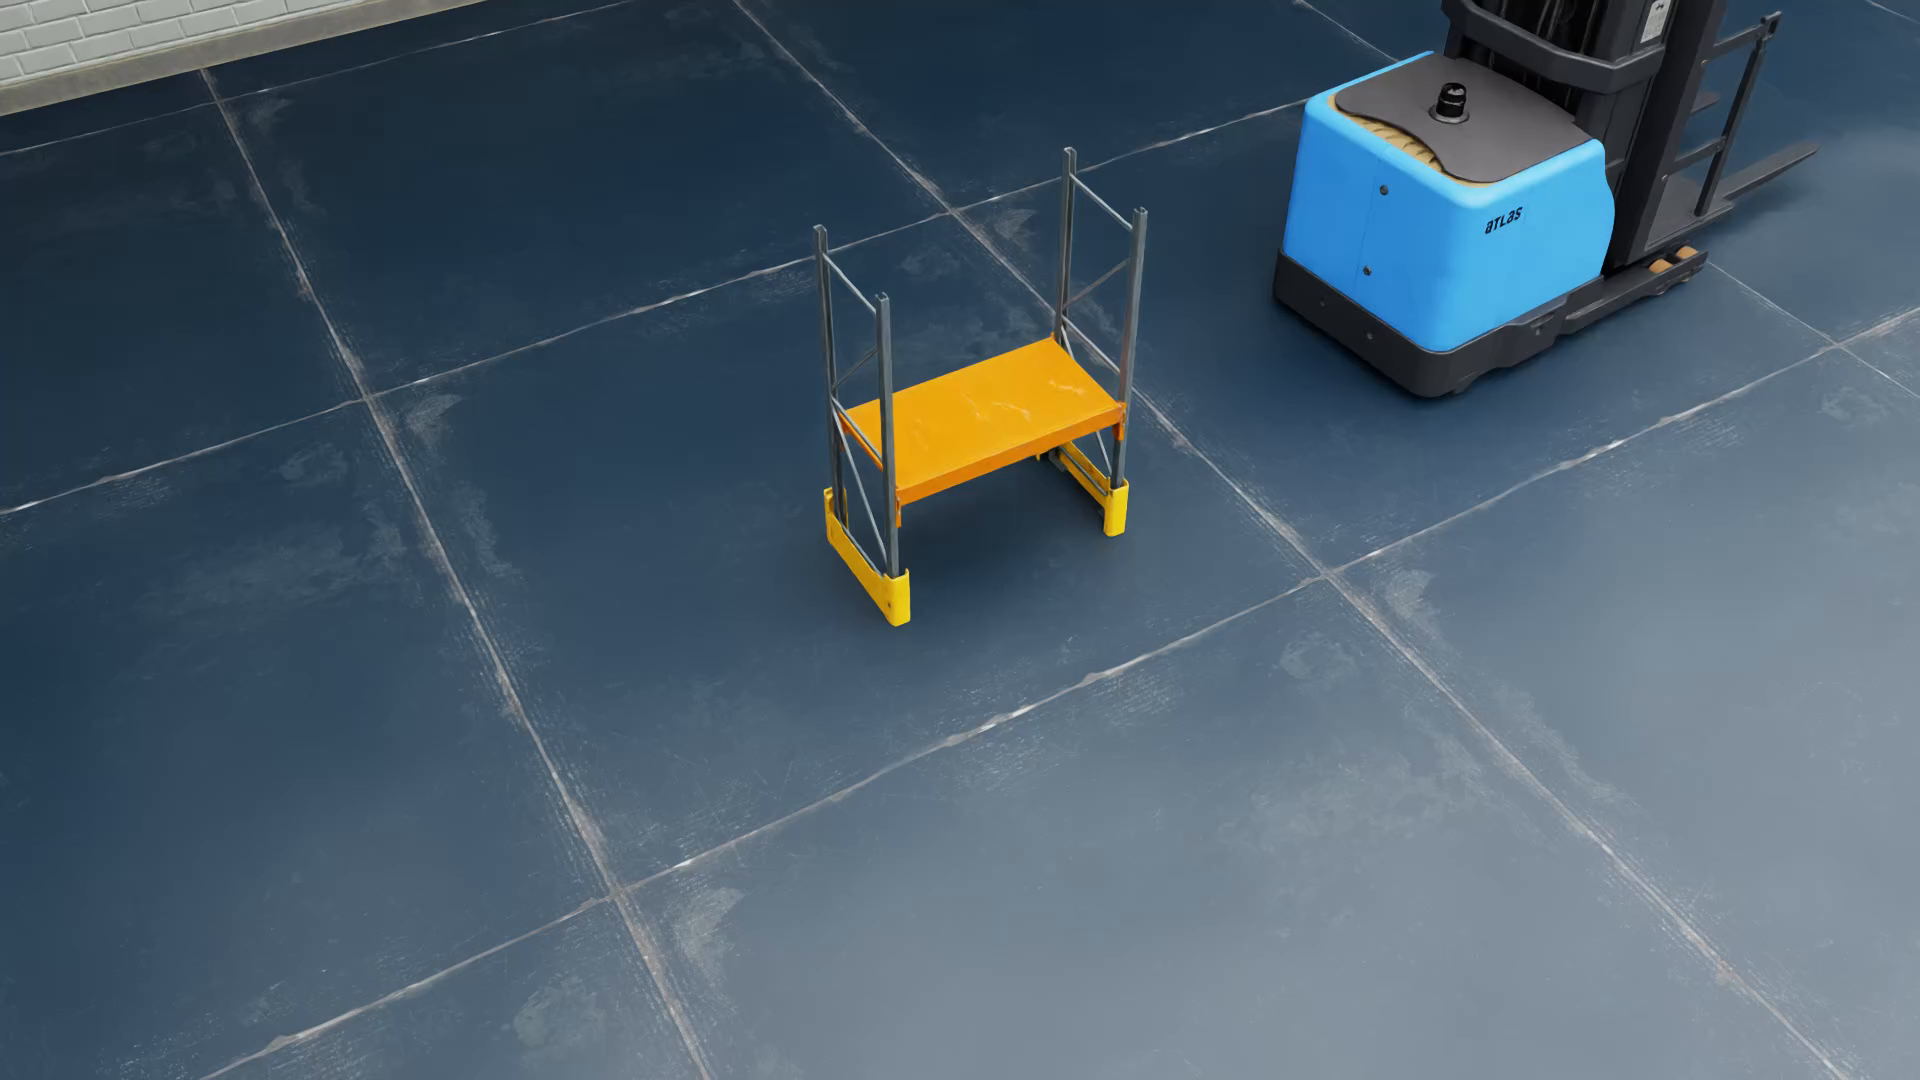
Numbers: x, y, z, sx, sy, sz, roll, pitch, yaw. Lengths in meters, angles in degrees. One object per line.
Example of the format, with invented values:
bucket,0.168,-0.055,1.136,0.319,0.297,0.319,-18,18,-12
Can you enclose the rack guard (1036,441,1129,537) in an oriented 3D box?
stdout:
rack guard,0.498,-0.289,6.868,0.087,0.250,0.587,-22,48,-21

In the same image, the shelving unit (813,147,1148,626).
shelving unit,0.066,-0.565,6.255,1.083,1.500,0.587,-22,48,-21

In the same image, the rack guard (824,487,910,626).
rack guard,-0.366,0.057,6.512,0.087,0.250,0.587,-22,48,-21

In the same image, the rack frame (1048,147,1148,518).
rack frame,0.515,-0.744,6.440,0.032,1.500,0.500,-22,48,-21

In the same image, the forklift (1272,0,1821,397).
forklift,2.976,-2.500,7.221,3.031,2.935,1.130,-26,50,-24

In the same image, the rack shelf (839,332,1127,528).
rack shelf,0.074,-0.439,6.383,1.000,0.185,0.538,-22,48,-21

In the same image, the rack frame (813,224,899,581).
rack frame,-0.367,-0.391,6.076,0.032,1.500,0.500,-22,48,-21
